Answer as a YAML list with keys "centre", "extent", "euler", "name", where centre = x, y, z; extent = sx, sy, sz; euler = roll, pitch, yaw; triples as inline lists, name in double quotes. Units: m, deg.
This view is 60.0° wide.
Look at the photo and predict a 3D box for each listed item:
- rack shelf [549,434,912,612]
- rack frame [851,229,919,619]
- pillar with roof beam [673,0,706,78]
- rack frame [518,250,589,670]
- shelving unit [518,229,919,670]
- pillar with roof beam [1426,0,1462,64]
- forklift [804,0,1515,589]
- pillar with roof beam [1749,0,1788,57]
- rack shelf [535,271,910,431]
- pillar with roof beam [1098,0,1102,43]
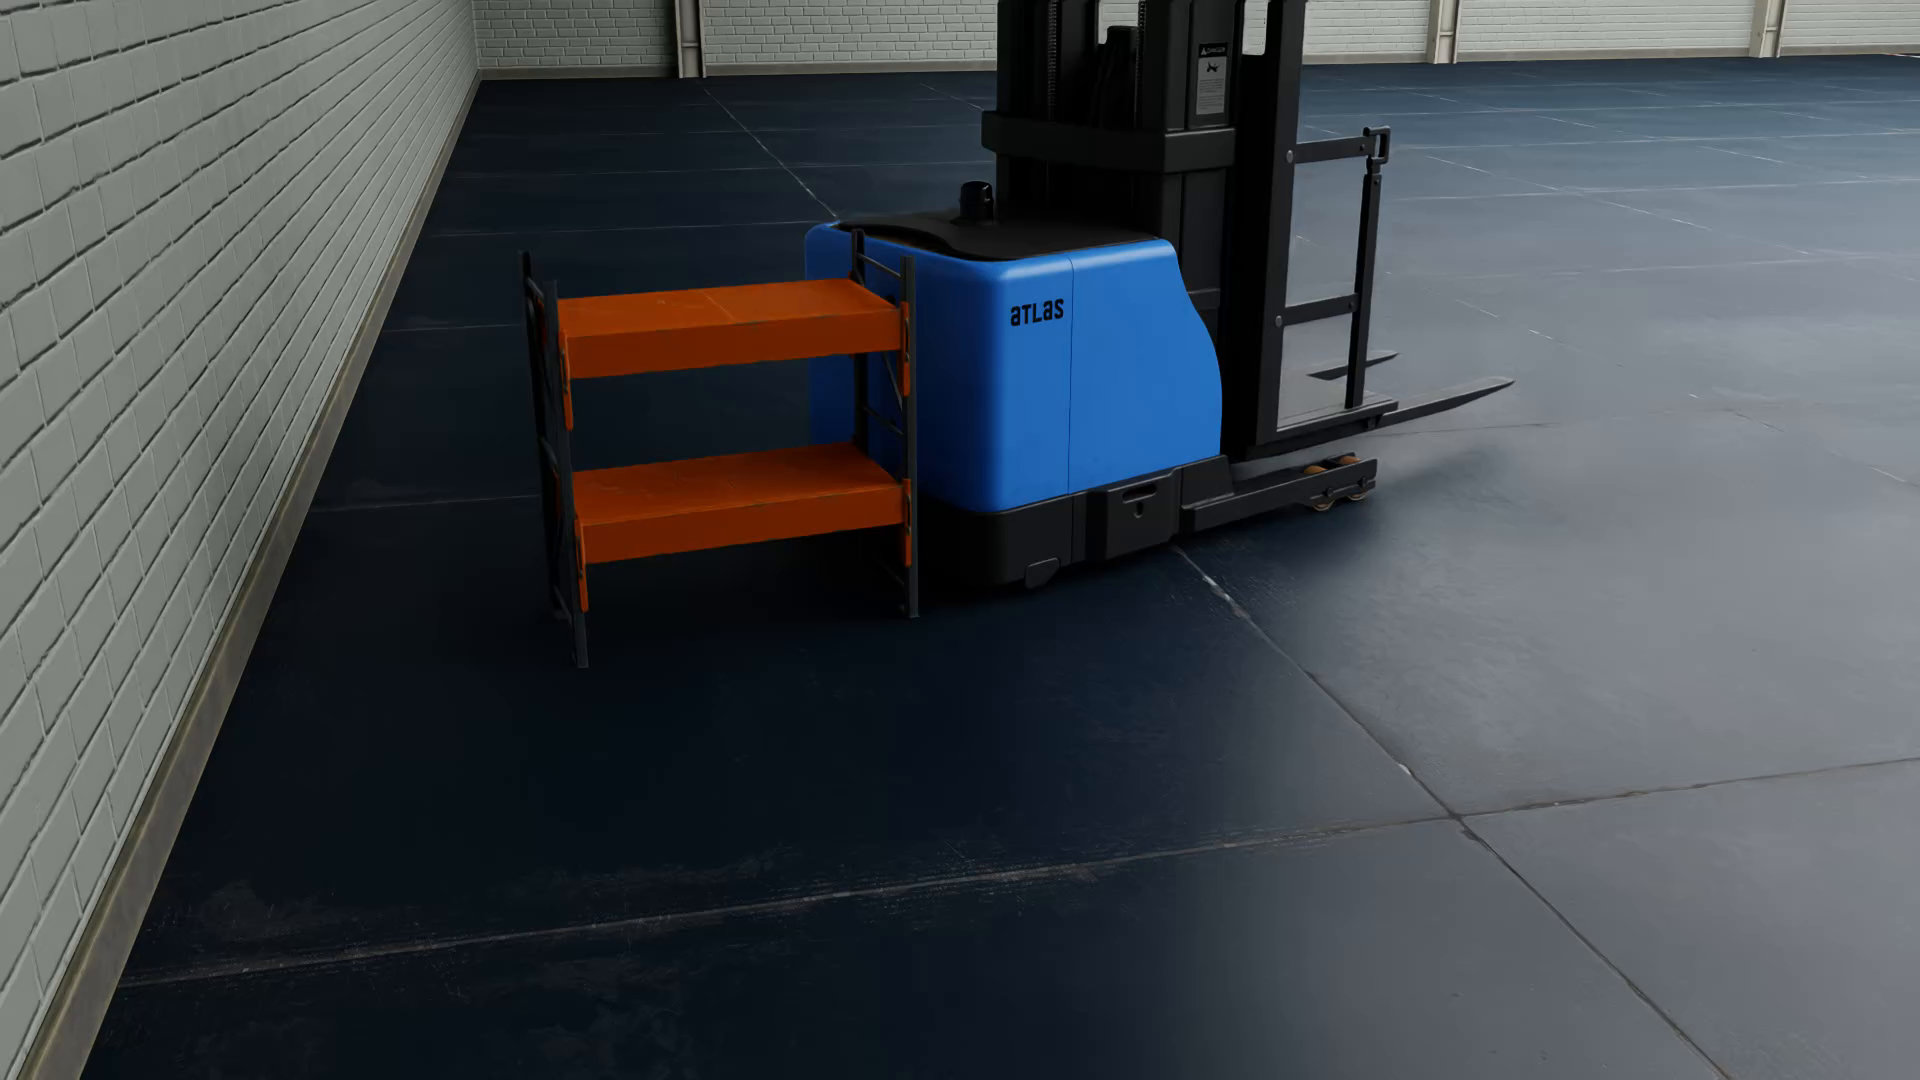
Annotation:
- centre: [-0.707, -0.070, 5.081]
  extent: [1.000, 0.278, 0.538]
  euler: [-8, 22, -20]
  name: "rack shelf"
- centre: [-0.235, -0.364, 5.173]
  extent: [0.032, 1.125, 0.500]
  euler: [-8, 22, -20]
  name: "rack frame"
- centre: [-2.924, -9.545, 18.788]
  extent: [0.400, 9.000, 9.100]
  euler: [-5, 21, -12]
  name: "pillar with roof beam"
- centre: [-1.179, -0.235, 4.821]
  extent: [0.032, 1.125, 0.500]
  euler: [-8, 22, -20]
  name: "rack frame"
- centre: [-0.707, -0.300, 4.997]
  extent: [1.048, 1.125, 0.538]
  euler: [-8, 22, -20]
  name: "shelving unit"
- centre: [8.754, -10.494, 21.380]
  extent: [0.400, 9.000, 9.100]
  euler: [-5, 21, -12]
  name: "pillar with roof beam"
- centre: [0.936, -1.610, 5.948]
  extent: [3.031, 2.935, 1.130]
  euler: [-15, 25, -35]
  name: "forklift"
- centre: [14.593, -10.969, 22.677]
  extent: [0.400, 9.000, 9.100]
  euler: [-5, 21, -12]
  name: "pillar with roof beam"
- centre: [-0.707, -0.574, 4.897]
  extent: [1.000, 0.278, 0.538]
  euler: [-8, 22, -20]
  name: "rack shelf"
- centre: [2.915, -10.019, 20.084]
  extent: [0.400, 9.000, 9.100]
  euler: [-5, 21, -12]
  name: "pillar with roof beam"
